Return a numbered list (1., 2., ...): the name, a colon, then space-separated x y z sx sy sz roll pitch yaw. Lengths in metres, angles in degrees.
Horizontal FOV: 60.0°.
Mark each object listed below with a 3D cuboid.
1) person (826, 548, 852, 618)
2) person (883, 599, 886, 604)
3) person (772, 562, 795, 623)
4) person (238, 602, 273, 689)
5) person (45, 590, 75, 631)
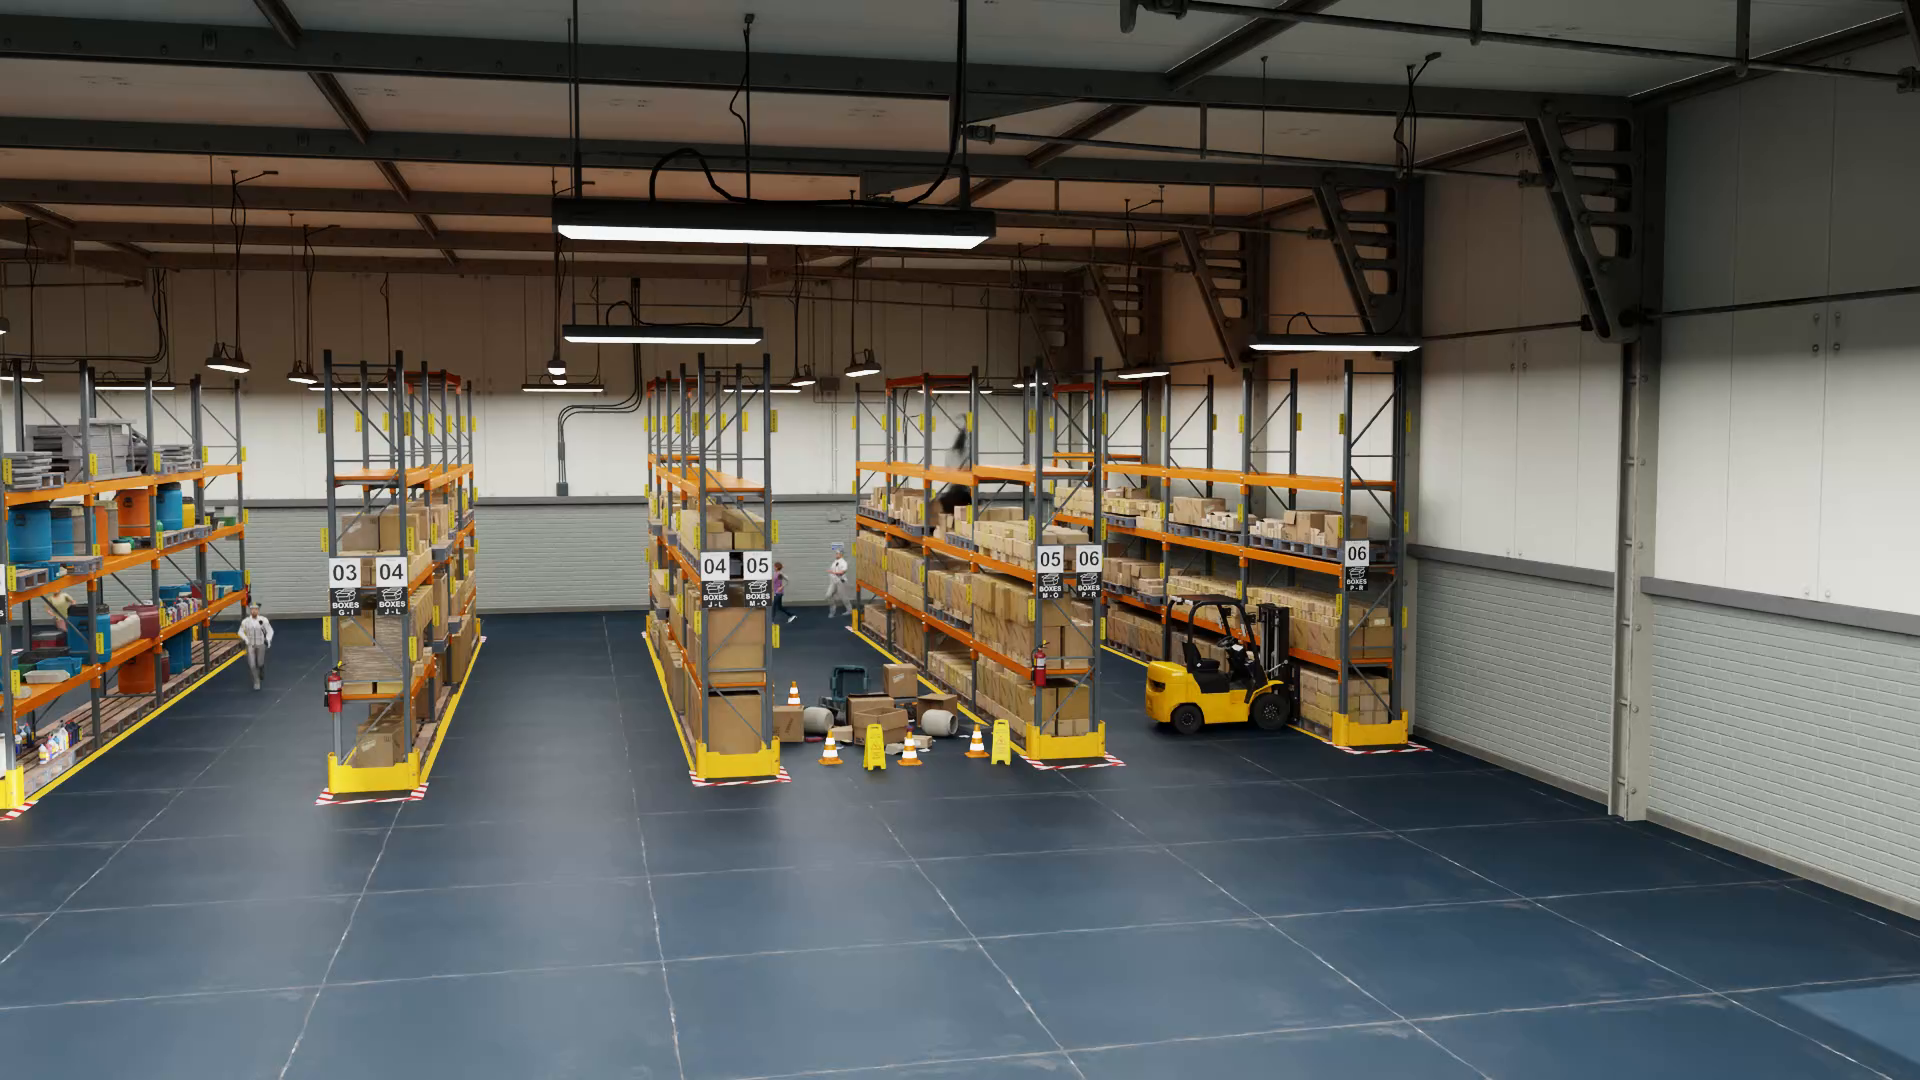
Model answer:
1. person: -3.146 1.131 43.086 0.762 1.853 0.633 -3 5 -38
2. person: -1.650 1.247 41.737 0.587 1.722 0.703 -1 4 -17
3. person: -4.474 1.330 40.954 0.878 1.595 0.536 -2 4 -21
4. person: -13.355 1.994 31.530 0.616 1.659 0.514 -1 4 -19
5. person: -19.417 1.710 35.966 0.641 1.576 0.554 -2 4 -26
